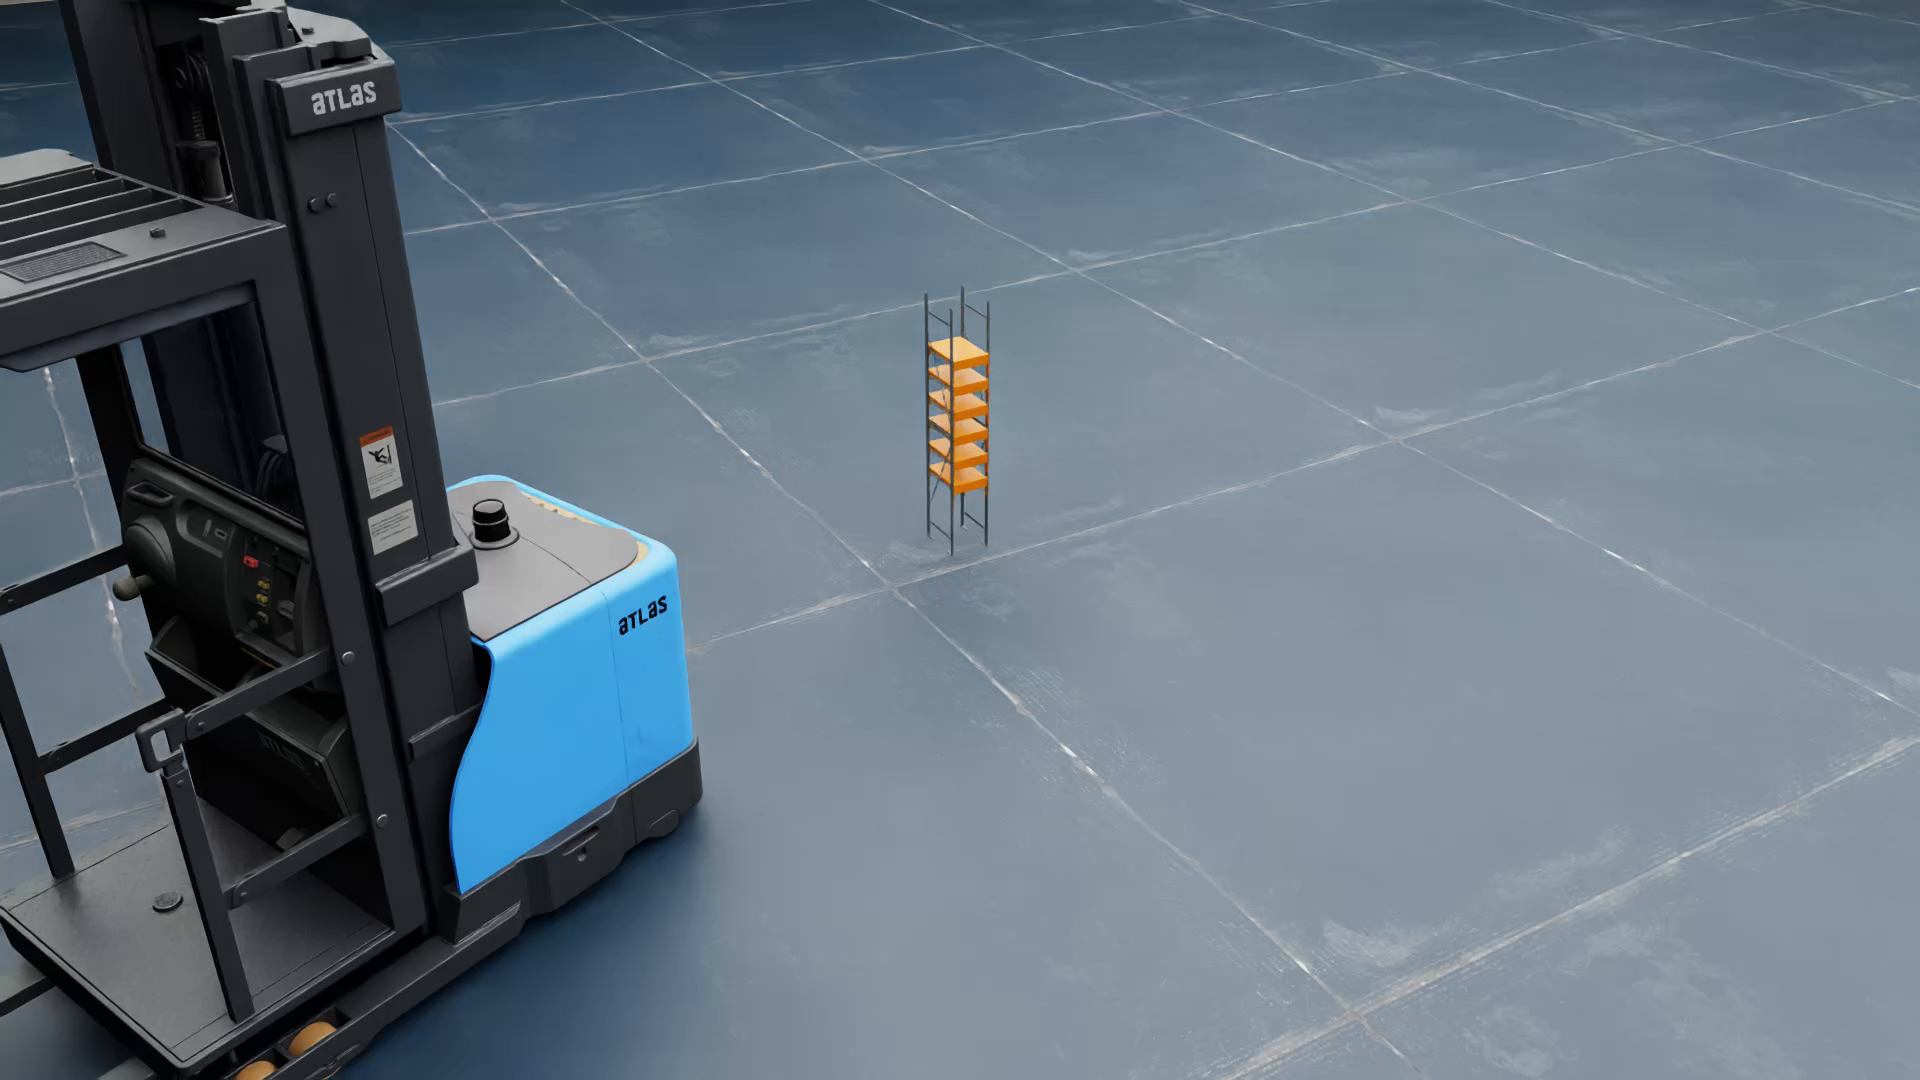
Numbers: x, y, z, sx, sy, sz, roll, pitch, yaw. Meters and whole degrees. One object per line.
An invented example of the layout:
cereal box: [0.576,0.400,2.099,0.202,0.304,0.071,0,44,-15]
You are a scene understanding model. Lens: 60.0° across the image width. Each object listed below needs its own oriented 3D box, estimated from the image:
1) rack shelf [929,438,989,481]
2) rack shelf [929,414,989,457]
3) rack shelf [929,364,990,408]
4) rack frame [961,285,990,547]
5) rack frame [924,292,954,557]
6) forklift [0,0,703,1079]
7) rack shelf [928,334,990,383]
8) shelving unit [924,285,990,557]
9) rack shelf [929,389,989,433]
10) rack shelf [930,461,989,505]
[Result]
rack shelf: [-0.012,-0.378,7.533,0.180,0.103,0.258,-16,33,-26]
rack shelf: [-0.012,-0.483,7.475,0.180,0.103,0.258,-16,33,-26]
rack shelf: [-0.012,-0.693,7.359,0.180,0.103,0.258,-16,33,-26]
rack frame: [0.066,-0.544,7.494,0.006,1.200,0.240,-16,33,-26]
rack frame: [-0.091,-0.499,7.413,0.006,1.200,0.240,-16,33,-26]
forklift: [-2.219,0.105,4.526,1.130,2.935,3.031,20,35,32]
rack shelf: [-0.012,-0.798,7.301,0.180,0.103,0.258,-16,33,-26]
shelving unit: [-0.012,-0.522,7.454,0.189,1.200,0.258,-16,33,-26]
rack shelf: [-0.012,-0.588,7.417,0.180,0.103,0.258,-16,33,-26]
rack shelf: [-0.012,-0.273,7.591,0.180,0.103,0.258,-16,33,-26]
